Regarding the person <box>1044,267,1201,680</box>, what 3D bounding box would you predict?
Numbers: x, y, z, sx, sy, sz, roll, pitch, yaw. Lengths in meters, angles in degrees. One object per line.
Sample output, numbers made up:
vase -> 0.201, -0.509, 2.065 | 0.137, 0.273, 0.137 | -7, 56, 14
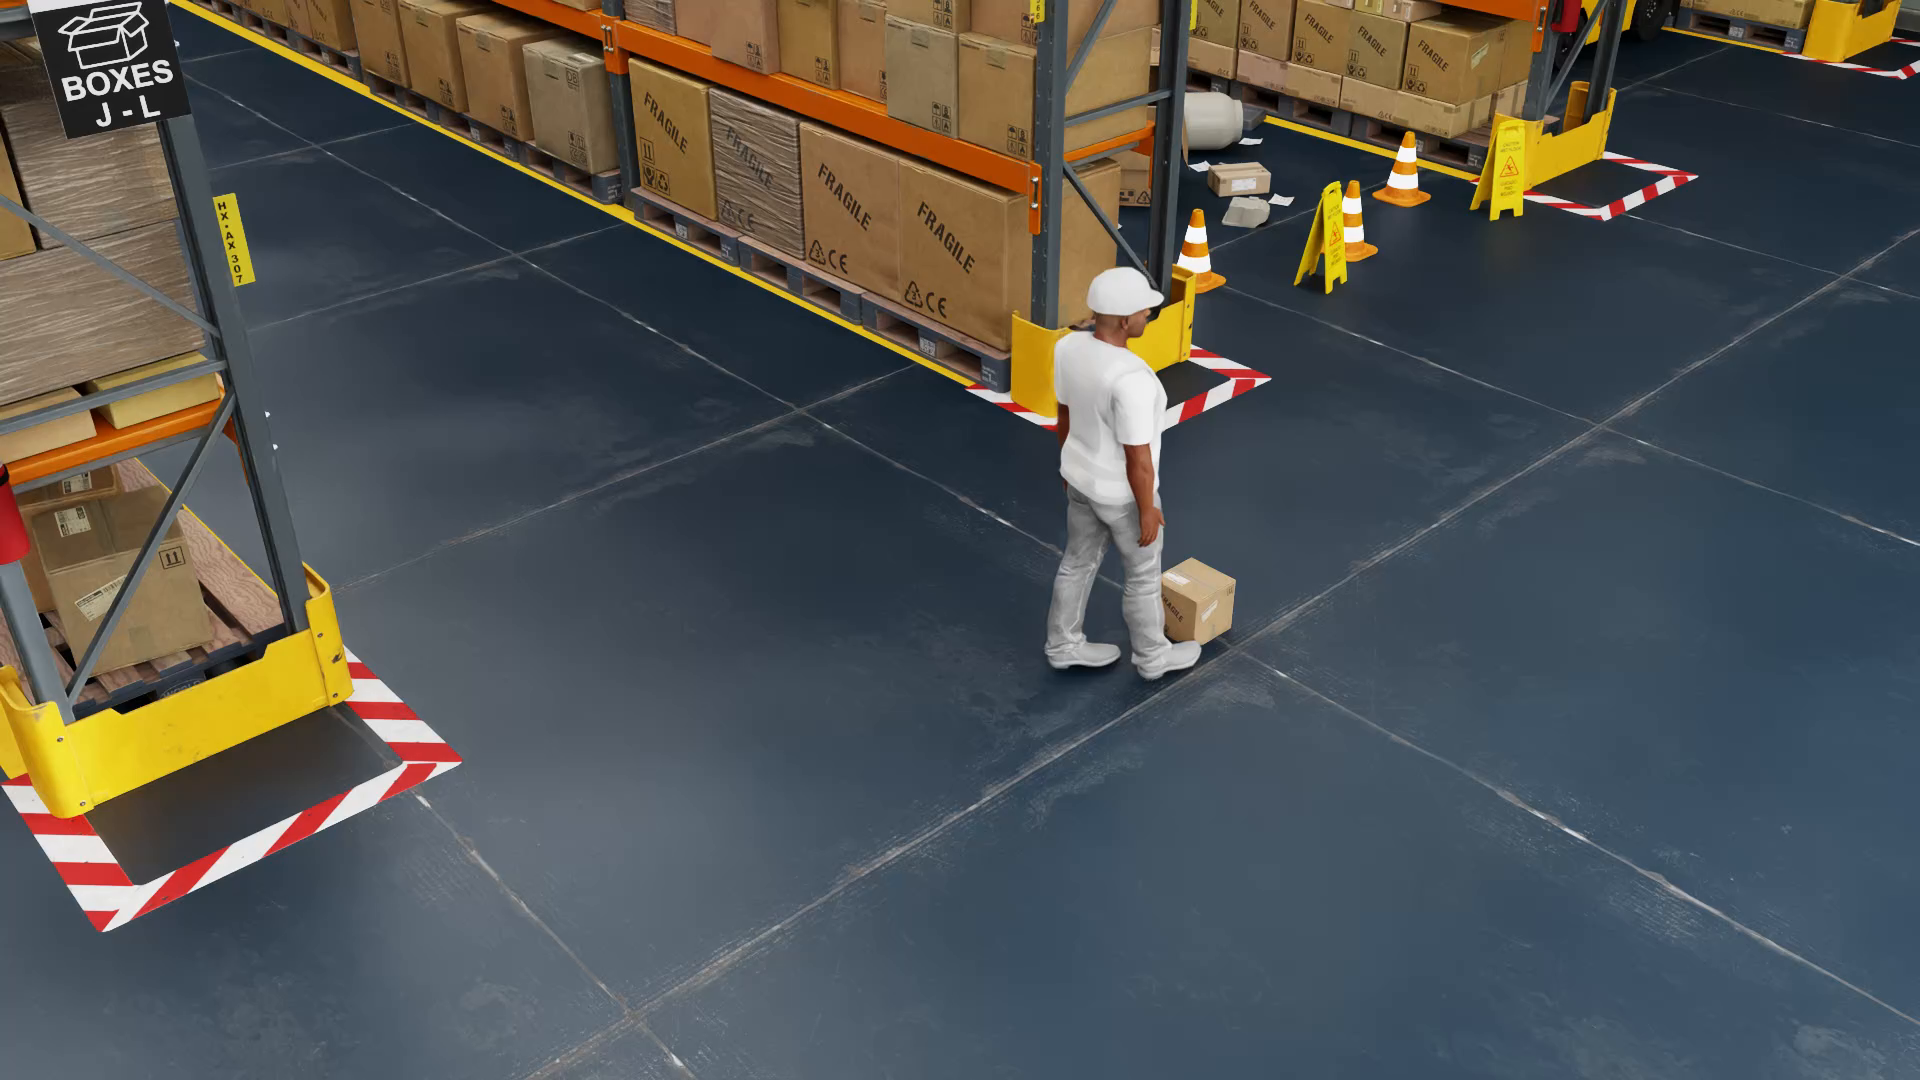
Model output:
person -> 0.668, -0.255, 6.521 | 0.611, 1.761, 0.576 | -17, 35, -25
